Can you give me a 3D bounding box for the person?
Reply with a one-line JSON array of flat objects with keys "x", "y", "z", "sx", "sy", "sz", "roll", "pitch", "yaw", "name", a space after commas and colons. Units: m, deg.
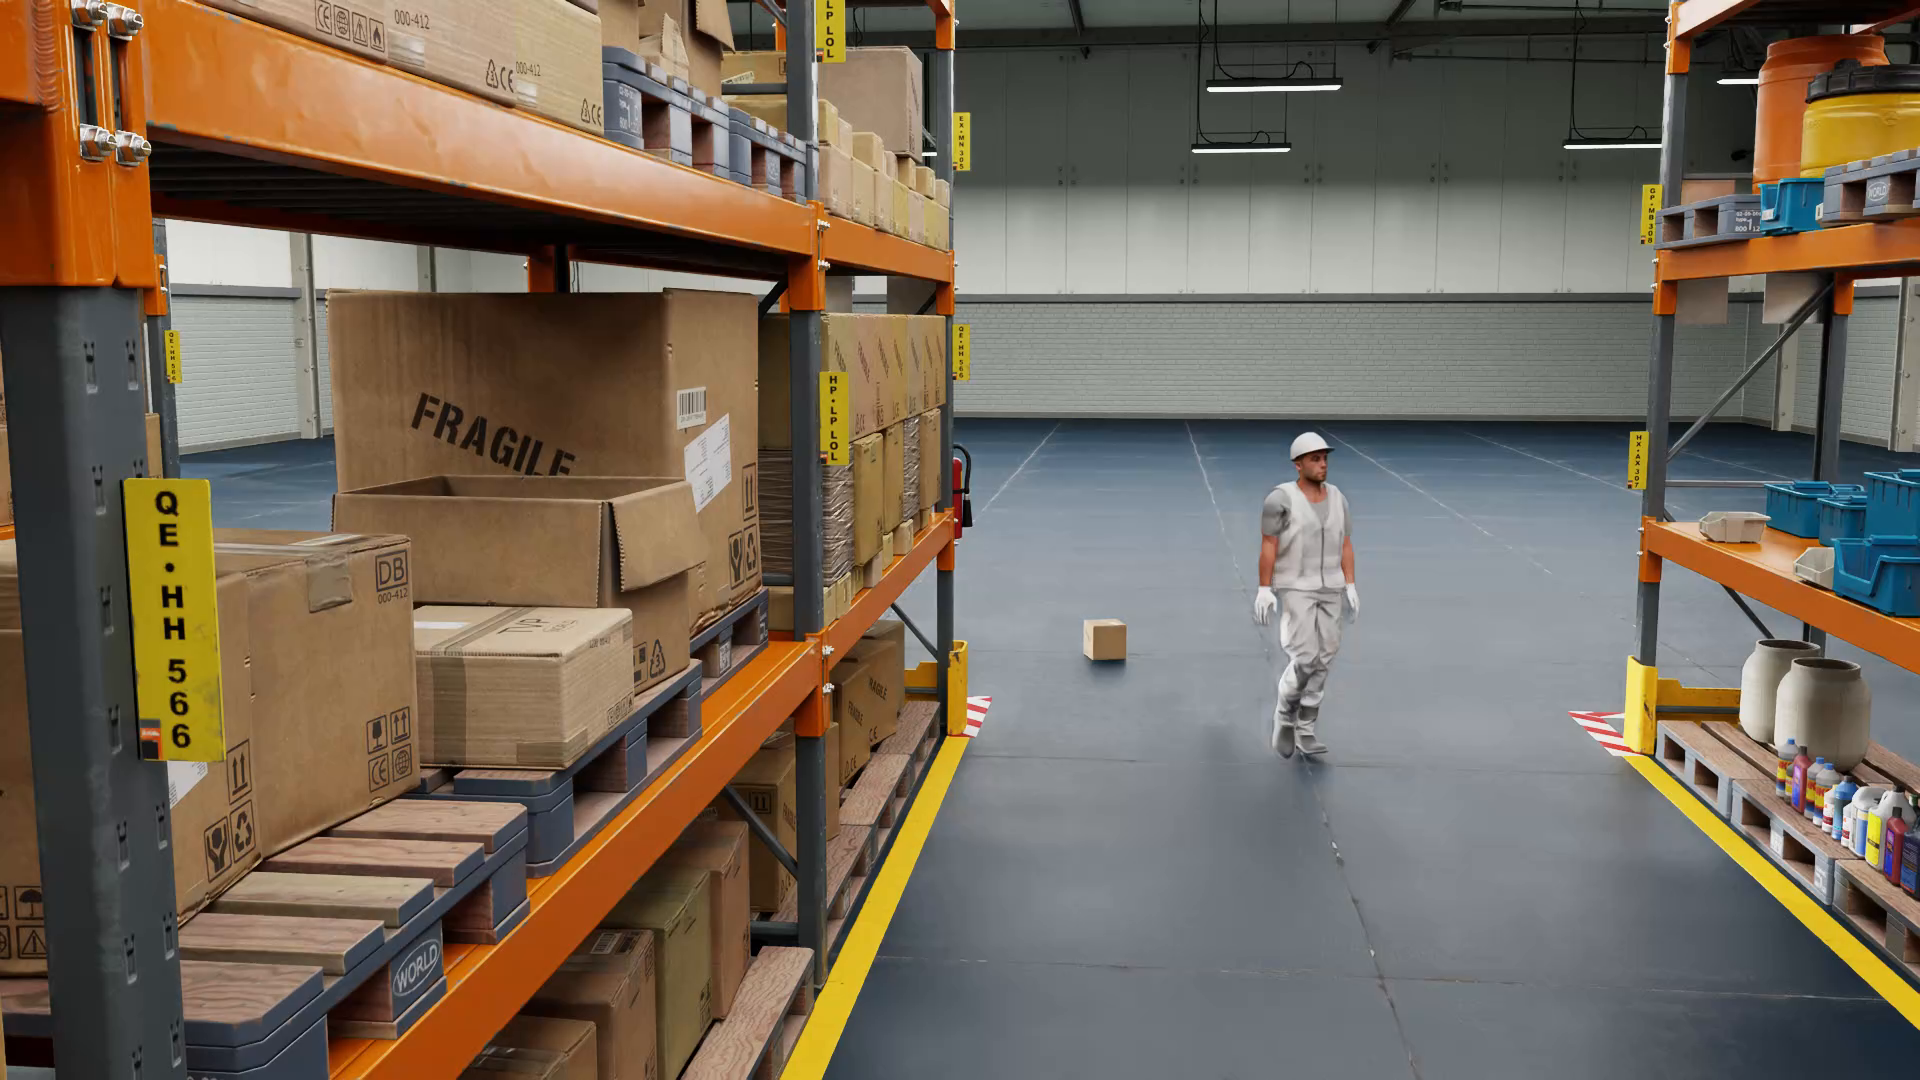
[{"x": 1.935, "y": 0.314, "z": 9.128, "sx": 0.581, "sy": 1.801, "sz": 0.447, "roll": -3, "pitch": 8, "yaw": -20, "name": "person"}]
